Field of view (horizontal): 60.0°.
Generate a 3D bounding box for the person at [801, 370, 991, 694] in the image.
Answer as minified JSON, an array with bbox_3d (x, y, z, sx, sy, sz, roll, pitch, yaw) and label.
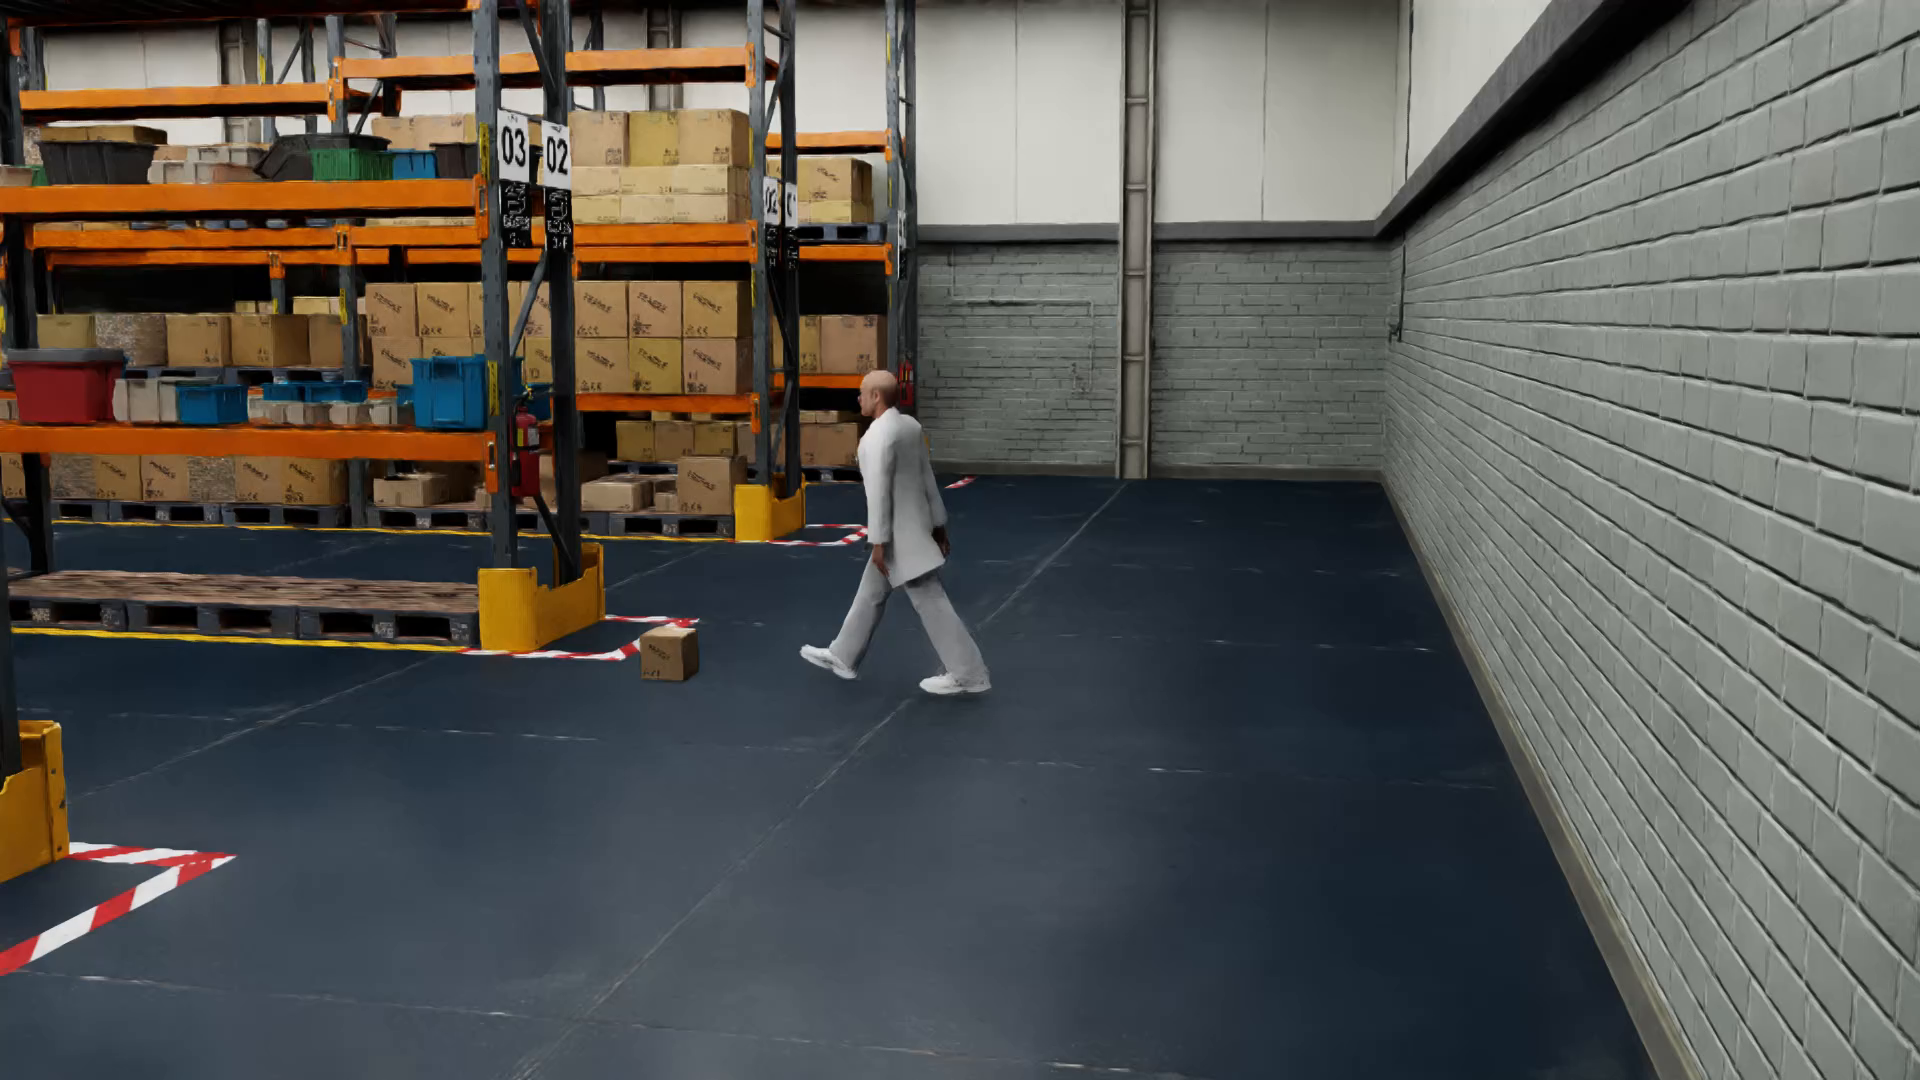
[{"bbox_3d":[-0.387,-0.058,8.863,1.154,1.690,0.616,2,8,16],"label":"person"}]
